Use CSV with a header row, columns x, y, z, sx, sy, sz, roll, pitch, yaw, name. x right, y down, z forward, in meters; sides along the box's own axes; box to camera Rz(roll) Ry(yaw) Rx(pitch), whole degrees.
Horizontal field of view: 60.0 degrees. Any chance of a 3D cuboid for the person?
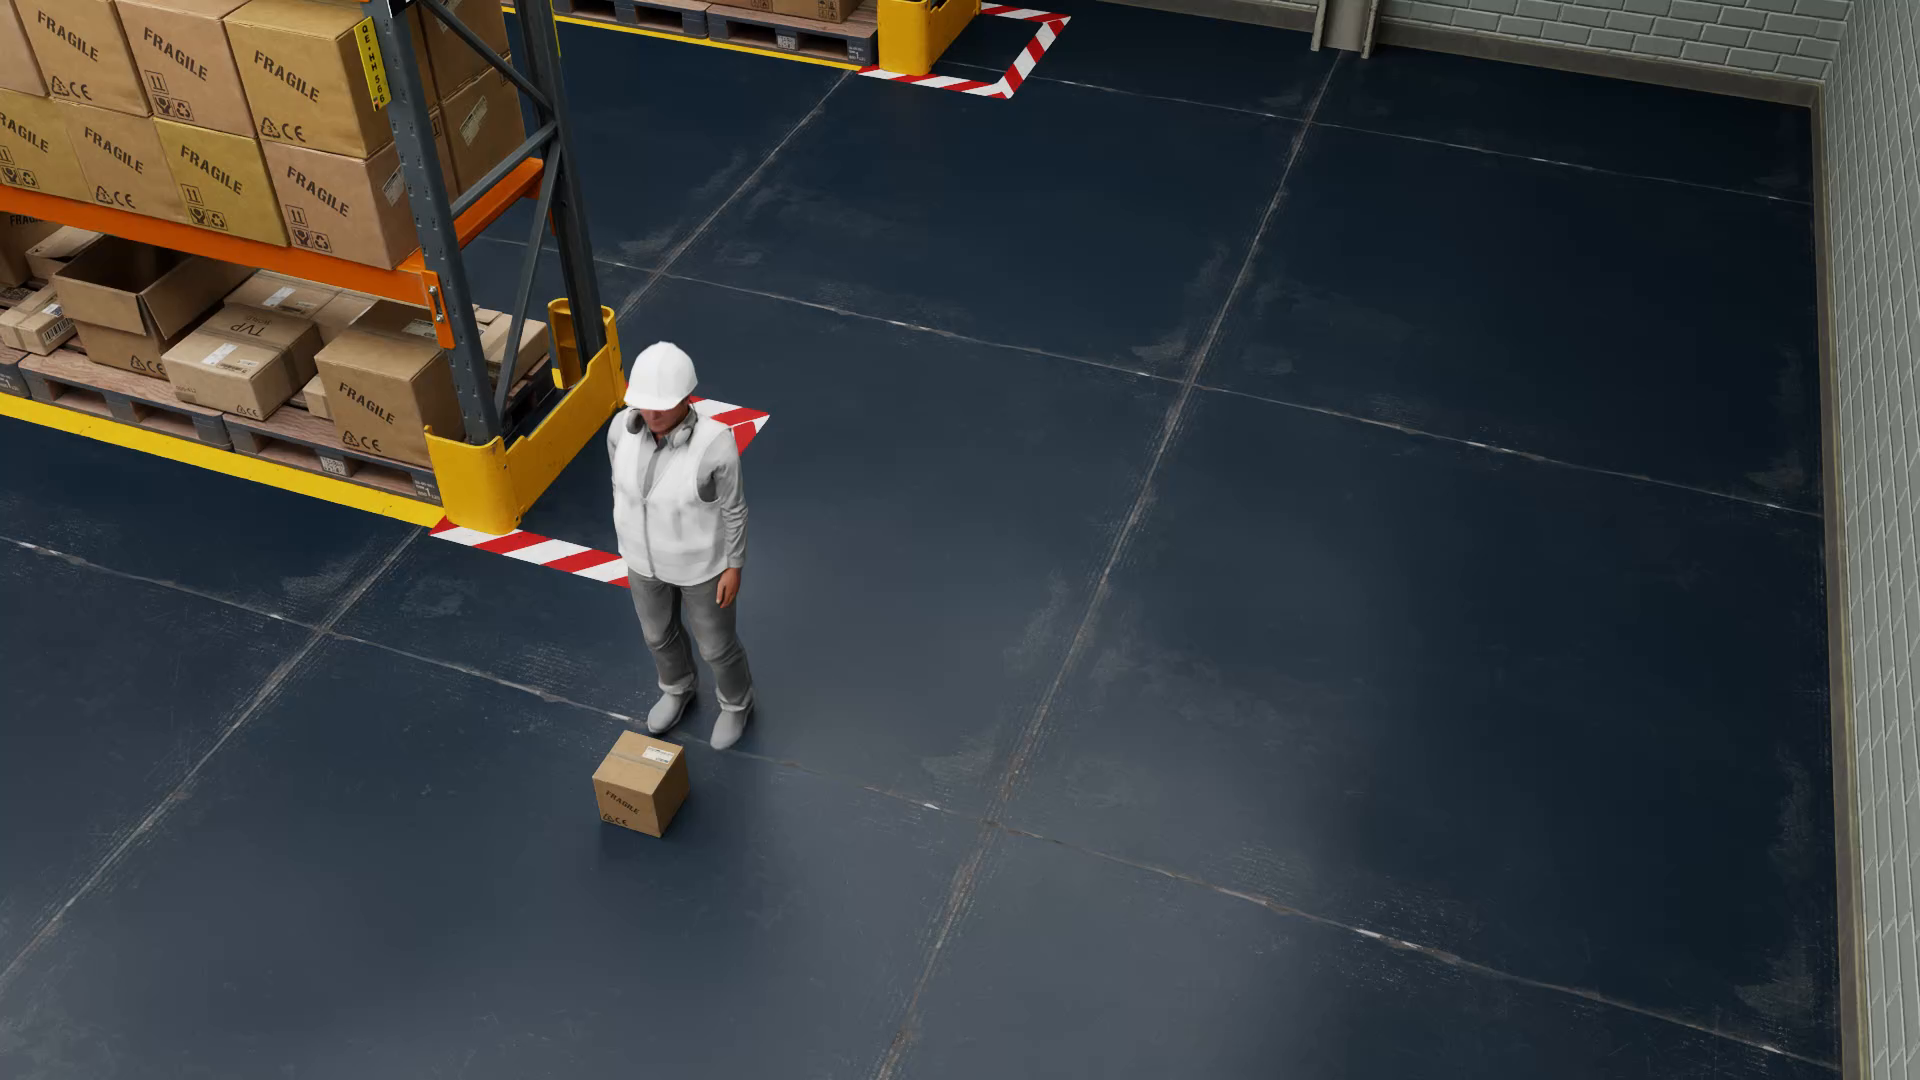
x,y,z,sx,sy,sz,roll,pitch,yaw,name
-1.014,0.060,6.094,0.531,1.792,0.359,14,43,16,person
